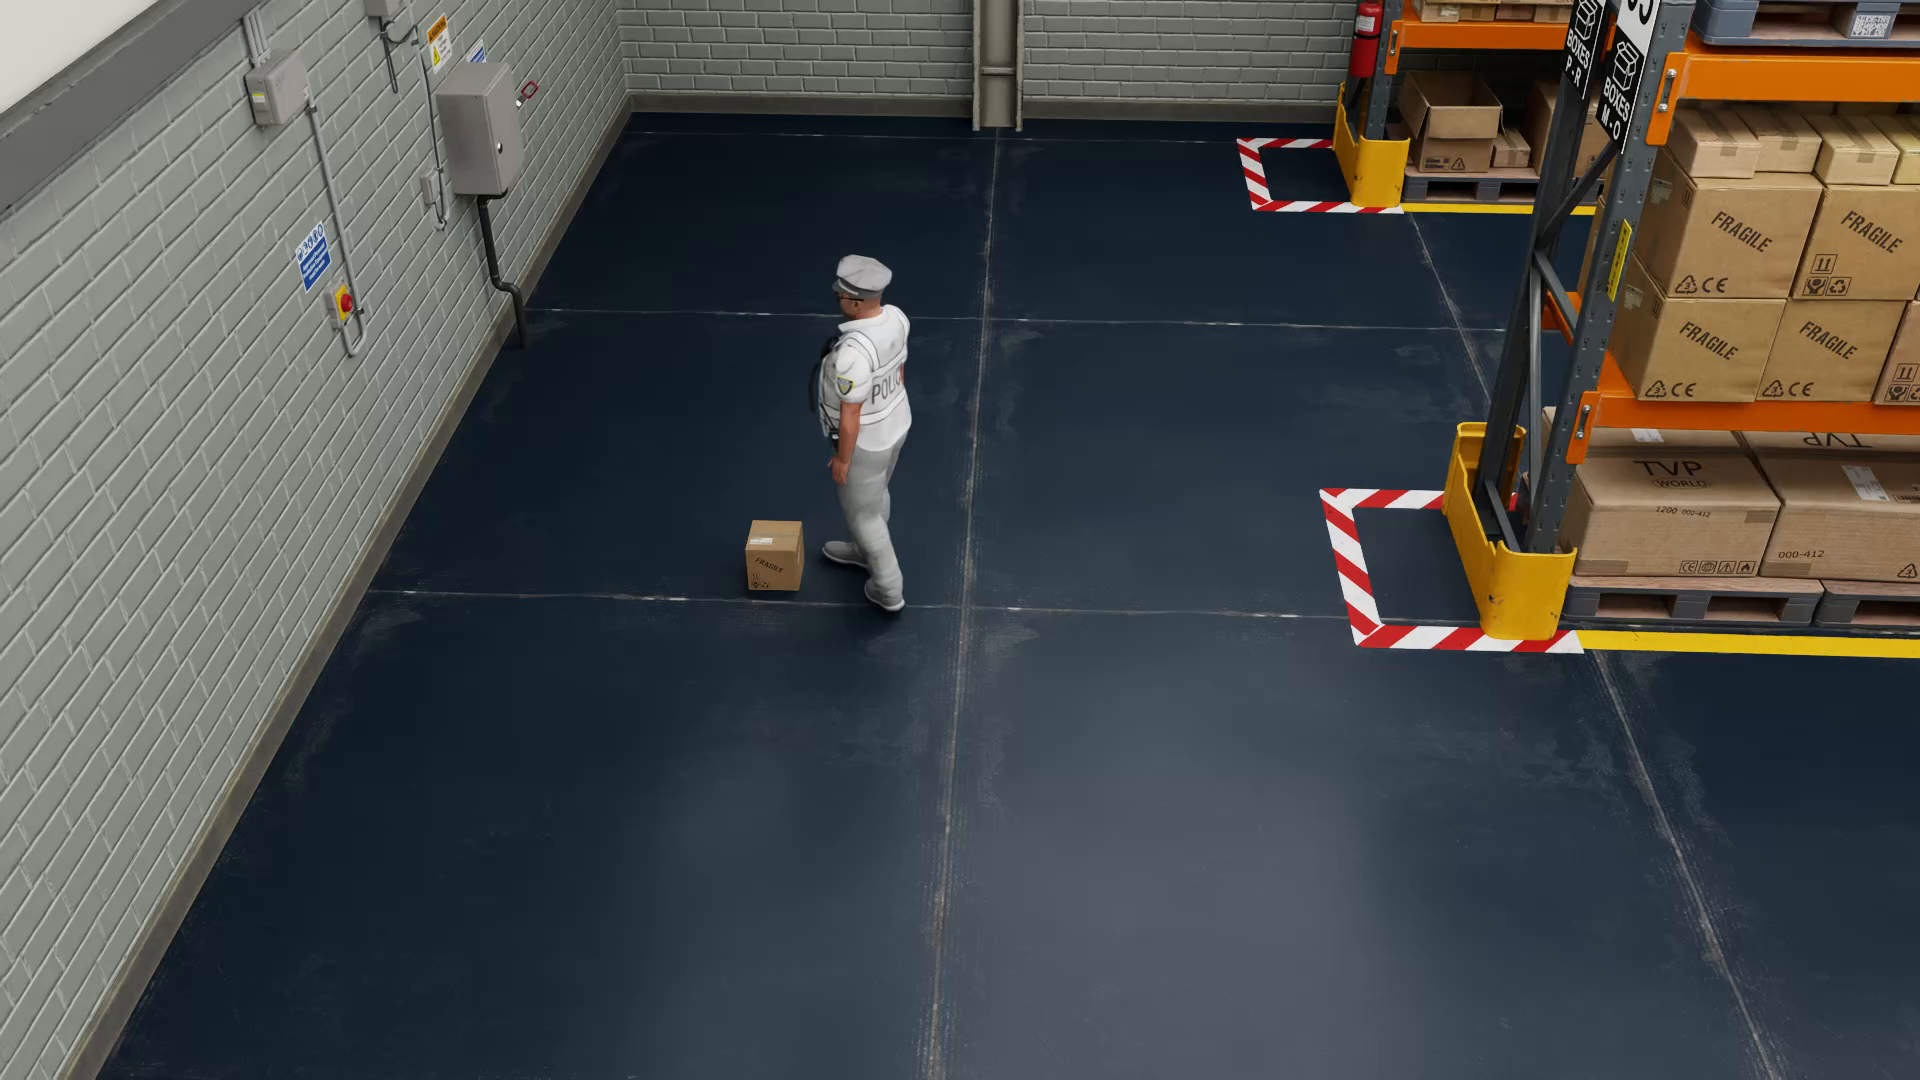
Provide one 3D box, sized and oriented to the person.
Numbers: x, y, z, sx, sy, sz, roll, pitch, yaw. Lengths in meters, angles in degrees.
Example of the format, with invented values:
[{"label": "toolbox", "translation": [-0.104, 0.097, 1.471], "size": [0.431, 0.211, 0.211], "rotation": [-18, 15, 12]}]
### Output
[{"label": "person", "translation": [-0.481, -0.510, 7.814], "size": [0.581, 1.779, 0.541], "rotation": [15, 38, 20]}]
